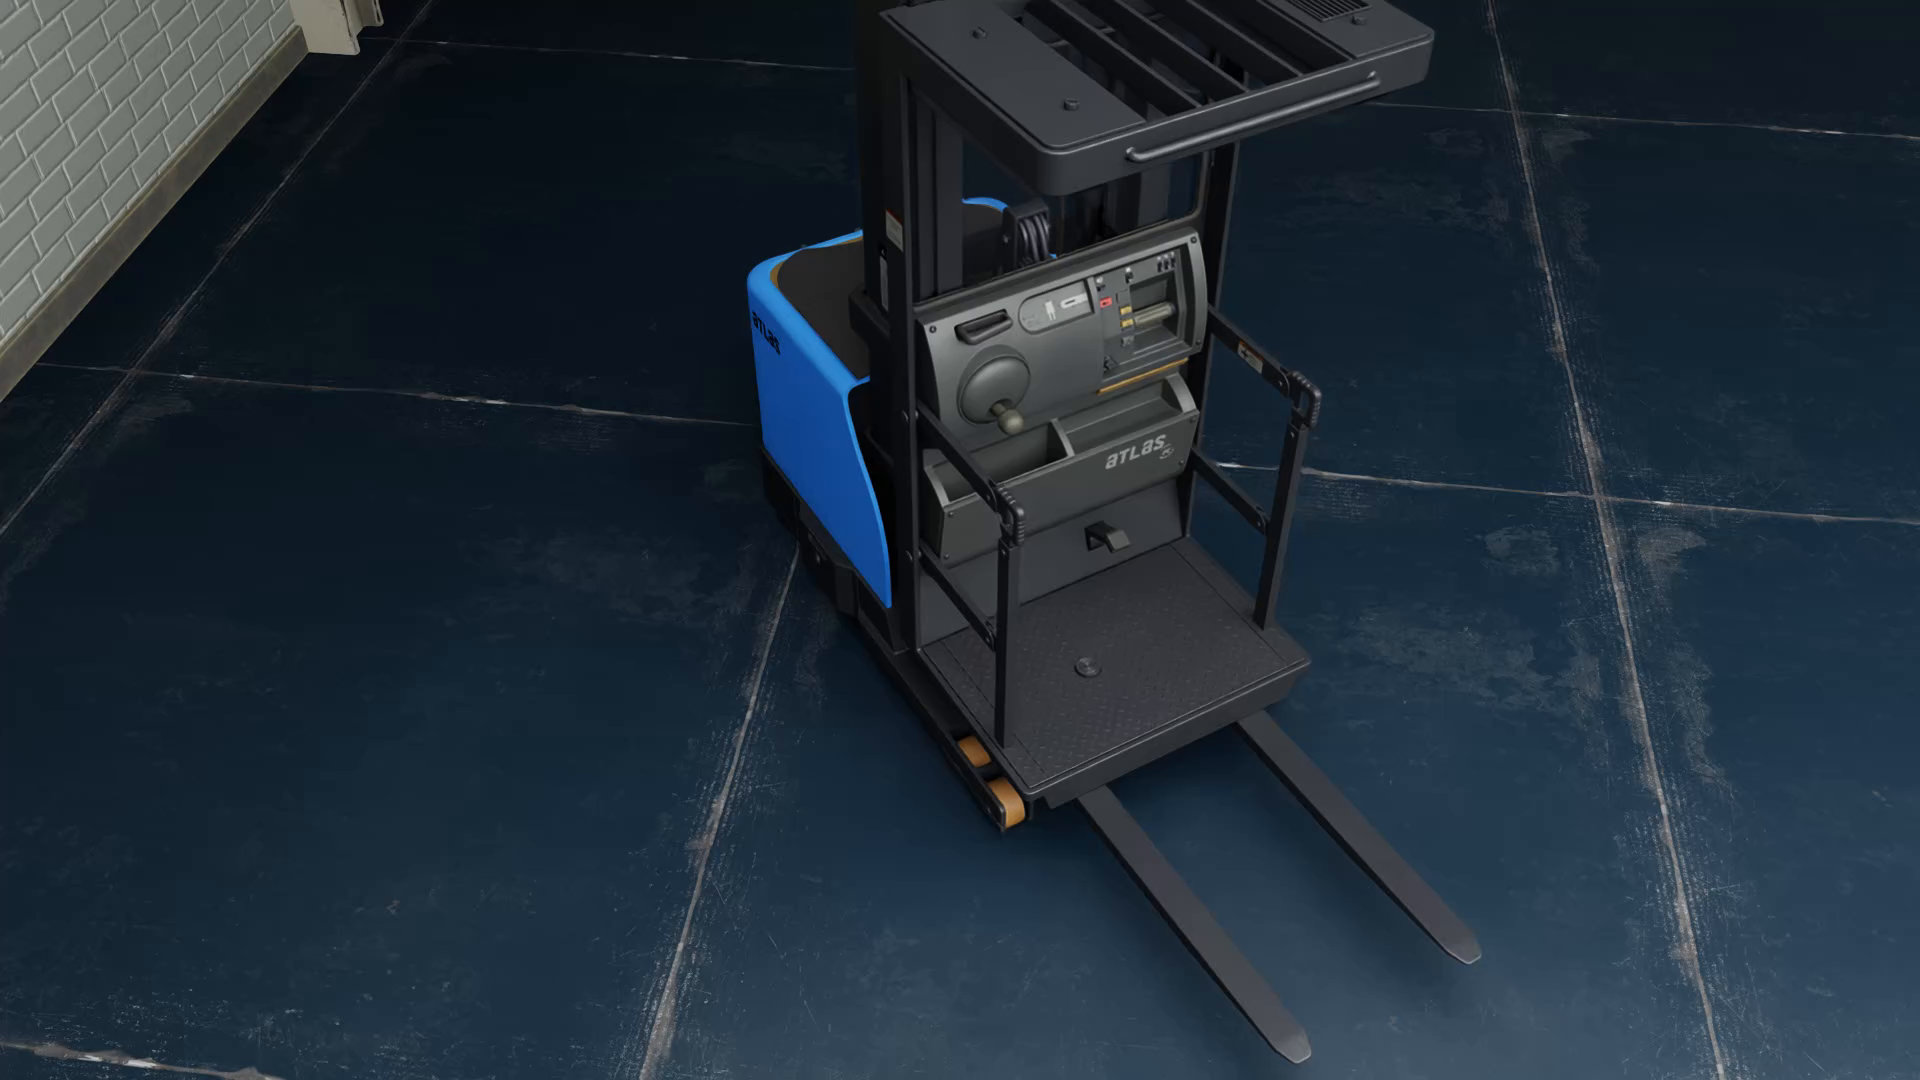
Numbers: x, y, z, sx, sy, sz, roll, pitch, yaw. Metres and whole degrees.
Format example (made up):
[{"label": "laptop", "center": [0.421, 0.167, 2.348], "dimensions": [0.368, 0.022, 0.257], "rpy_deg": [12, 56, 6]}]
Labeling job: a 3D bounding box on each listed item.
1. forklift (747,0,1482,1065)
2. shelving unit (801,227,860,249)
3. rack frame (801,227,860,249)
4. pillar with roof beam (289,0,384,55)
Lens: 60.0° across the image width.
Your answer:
[{"label": "forklift", "center": [0.427, -0.515, 4.662], "dimensions": [1.130, 2.935, 3.031], "rpy_deg": [-22, 48, -21]}, {"label": "shelving unit", "center": [-0.425, -0.730, 6.367], "dimensions": [0.258, 0.900, 0.210], "rpy_deg": [-22, 48, -21]}, {"label": "rack frame", "center": [-0.476, -0.791, 6.430], "dimensions": [0.240, 0.900, 0.006], "rpy_deg": [-22, 48, -21]}, {"label": "pillar with roof beam", "center": [0.863, -5.659, 5.682], "dimensions": [9.100, 9.000, 0.400], "rpy_deg": [5, 44, 6]}]
